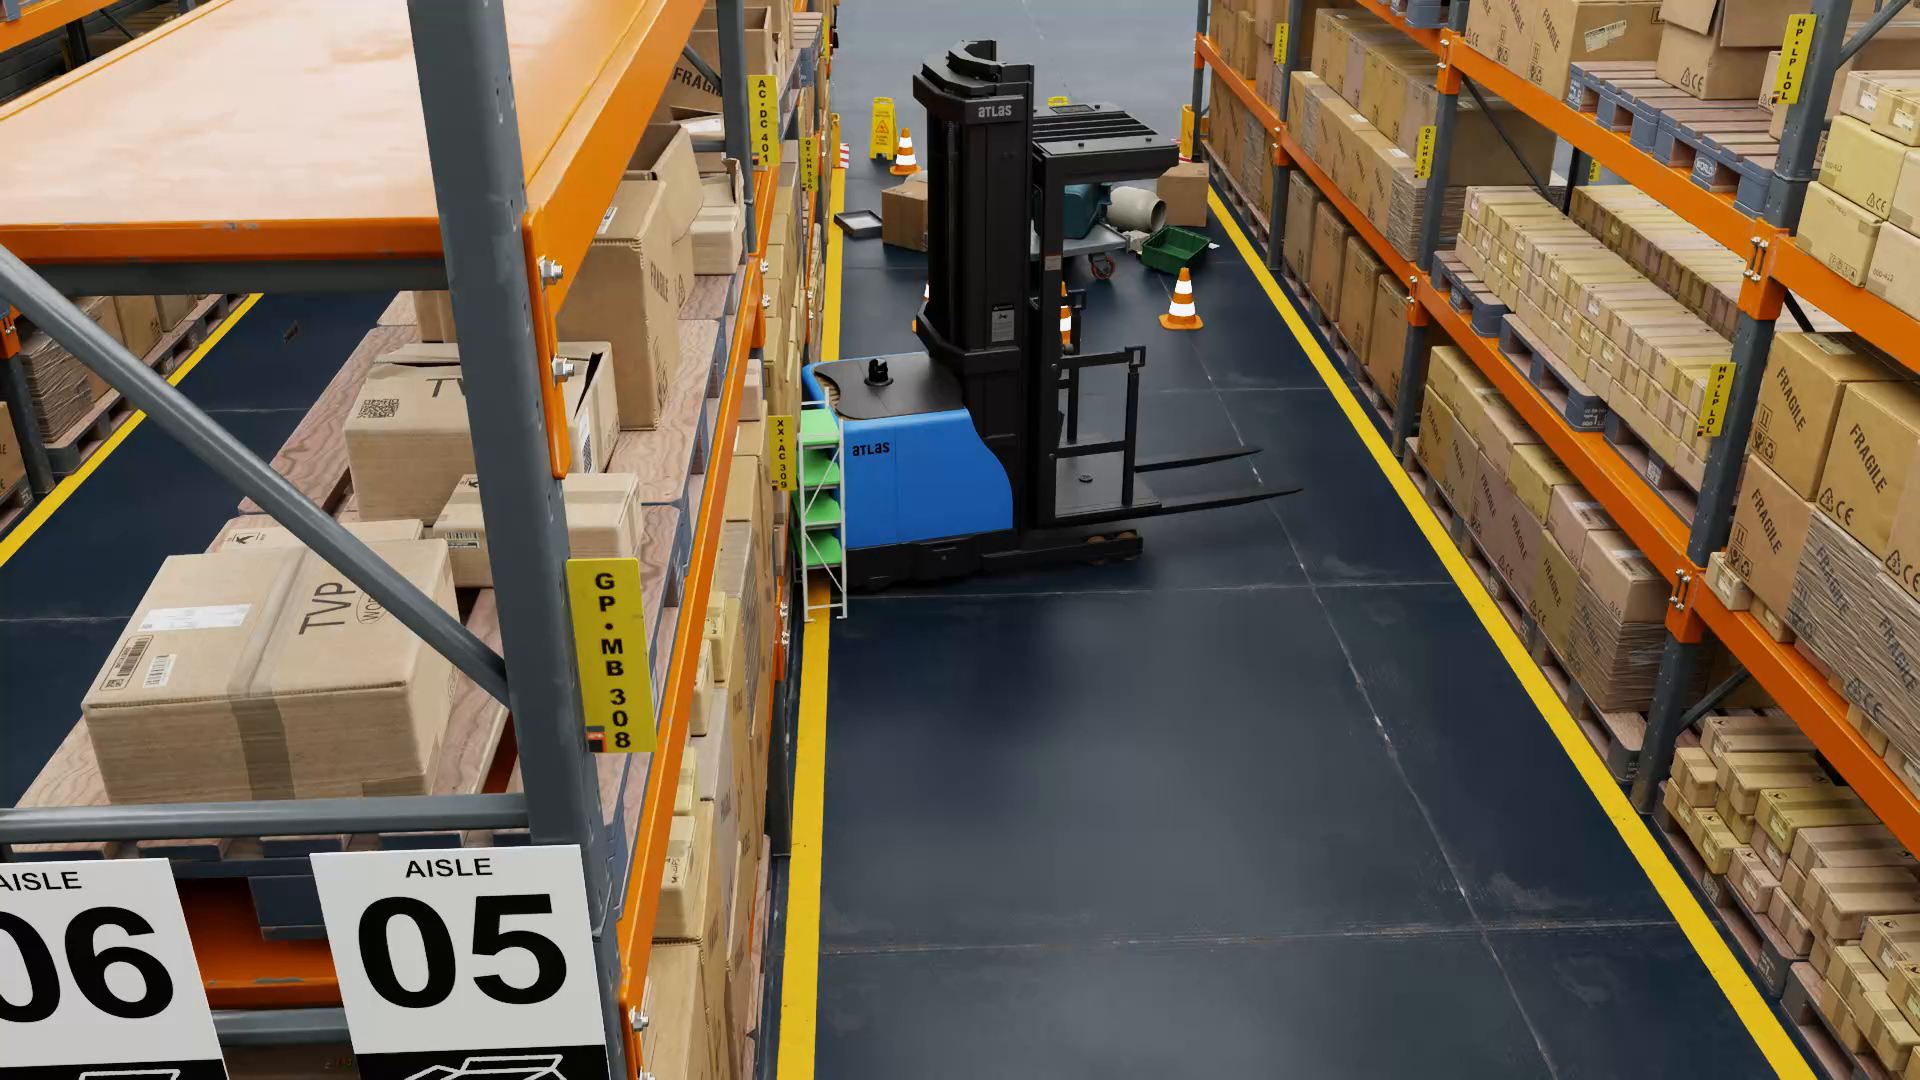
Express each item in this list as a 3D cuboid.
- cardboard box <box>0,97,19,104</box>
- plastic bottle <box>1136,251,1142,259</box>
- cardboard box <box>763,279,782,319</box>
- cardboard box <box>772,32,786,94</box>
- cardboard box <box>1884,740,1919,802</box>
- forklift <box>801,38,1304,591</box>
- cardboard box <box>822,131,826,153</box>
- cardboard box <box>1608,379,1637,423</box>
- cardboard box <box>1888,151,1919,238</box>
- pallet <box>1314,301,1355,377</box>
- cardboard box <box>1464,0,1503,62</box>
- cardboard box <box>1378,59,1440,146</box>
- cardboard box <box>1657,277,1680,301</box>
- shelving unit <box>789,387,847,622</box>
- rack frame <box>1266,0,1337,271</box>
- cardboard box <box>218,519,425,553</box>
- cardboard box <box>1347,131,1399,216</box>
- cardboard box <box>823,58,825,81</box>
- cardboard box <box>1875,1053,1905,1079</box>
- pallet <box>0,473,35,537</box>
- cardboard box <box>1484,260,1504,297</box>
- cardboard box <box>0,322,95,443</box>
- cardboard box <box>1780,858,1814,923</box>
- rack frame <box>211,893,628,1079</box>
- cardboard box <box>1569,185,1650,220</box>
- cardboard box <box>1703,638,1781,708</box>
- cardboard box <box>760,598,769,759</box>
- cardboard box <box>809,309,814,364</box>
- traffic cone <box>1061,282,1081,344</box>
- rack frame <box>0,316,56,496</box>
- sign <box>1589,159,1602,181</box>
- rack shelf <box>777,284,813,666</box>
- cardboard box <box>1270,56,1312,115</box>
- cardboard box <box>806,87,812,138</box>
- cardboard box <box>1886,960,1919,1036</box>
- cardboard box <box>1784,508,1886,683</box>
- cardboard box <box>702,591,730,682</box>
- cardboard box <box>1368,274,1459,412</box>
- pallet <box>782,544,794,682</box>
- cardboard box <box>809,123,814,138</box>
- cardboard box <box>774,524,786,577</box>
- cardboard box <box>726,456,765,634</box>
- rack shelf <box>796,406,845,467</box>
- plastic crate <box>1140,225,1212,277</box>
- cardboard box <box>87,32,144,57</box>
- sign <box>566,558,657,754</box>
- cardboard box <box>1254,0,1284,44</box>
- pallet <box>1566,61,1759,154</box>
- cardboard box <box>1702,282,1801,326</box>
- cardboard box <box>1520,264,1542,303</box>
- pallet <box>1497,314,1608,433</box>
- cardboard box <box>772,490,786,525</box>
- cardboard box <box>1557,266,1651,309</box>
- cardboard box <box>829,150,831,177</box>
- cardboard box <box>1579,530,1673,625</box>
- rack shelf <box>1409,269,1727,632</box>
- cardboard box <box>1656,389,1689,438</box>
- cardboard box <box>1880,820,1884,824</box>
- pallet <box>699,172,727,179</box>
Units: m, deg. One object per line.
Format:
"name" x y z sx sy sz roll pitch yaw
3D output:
"cardboard box" -6.840 -3.176 12.287 0.380 0.149 0.250 -1 28 -3
"plastic bottle" 1.734 -2.562 15.095 0.133 0.061 0.283 -17 32 -29
"cardboard box" -1.055 -0.845 7.436 0.500 0.500 0.500 -2 28 -3
"cardboard box" -1.011 -2.221 7.713 0.396 0.266 0.258 1 28 2
"cardboard box" 3.478 0.778 5.786 0.380 0.149 0.250 0 28 0
"forklift" 0.602 -1.379 9.724 3.031 2.935 1.130 -8 28 -14
"cardboard box" -1.390 -3.532 14.786 0.380 0.149 0.250 -1 28 -2
"cardboard box" 3.417 -0.683 8.134 0.380 0.149 0.250 -3 28 -5
"cardboard box" 3.480 -1.106 5.504 0.500 0.250 0.500 -1 28 -3
"pallet" 3.438 -1.618 13.123 1.003 0.211 1.213 -1 28 -3
"cardboard box" 3.228 -3.030 9.464 0.500 0.500 0.500 -1 28 -3
"cardboard box" 3.394 -3.092 11.745 0.700 0.500 0.500 -2 28 -3
"cardboard box" 4.014 -1.320 9.033 0.380 0.149 0.250 -1 28 -1
"shelving unit" -0.805 -0.197 9.317 0.258 1.200 0.503 -5 26 -12
"rack frame" 3.255 -3.773 14.241 1.000 3.000 0.127 -1 28 -3
"cardboard box" -1.271 0.088 3.303 0.380 0.149 0.250 -3 28 -7
"cardboard box" 3.122 -2.633 11.947 0.500 0.500 0.500 -2 28 -4
"cardboard box" -1.490 -4.457 15.121 0.500 0.500 0.500 -2 28 -3
"cardboard box" 3.570 1.893 6.006 0.380 0.149 0.250 -1 28 -1
"pallet" -6.429 -0.056 10.129 1.003 0.211 1.213 -1 28 -3
"cardboard box" 3.314 -1.541 9.778 0.380 0.149 0.250 0 28 0
"cardboard box" -6.449 -1.060 11.152 0.875 0.625 0.625 -1 28 -1
"cardboard box" 3.535 1.393 6.642 0.380 0.149 0.250 -3 28 -5
"rack frame" -1.056 1.935 3.297 1.000 3.000 0.127 -1 28 -3
"cardboard box" 3.948 -2.049 10.110 0.380 0.149 0.250 -2 28 -5
"cardboard box" 3.899 0.496 8.305 0.500 0.500 0.500 0 28 -1
"cardboard box" -0.953 0.489 5.961 0.500 0.500 0.500 -2 28 -4
"cardboard box" -1.540 -1.383 12.045 0.950 0.372 0.625 -2 28 -4
"traffic cone" 0.794 -1.834 13.265 0.336 0.463 0.334 -1 28 -3
"rack frame" -6.430 -1.638 10.147 1.000 3.000 0.127 -1 28 -3
"sign" 4.006 -2.422 10.483 0.100 0.325 0.005 -1 28 -3
"rack shelf" -1.369 -0.517 8.776 1.077 0.370 4.000 -1 28 -3
"cardboard box" 3.224 -4.010 14.532 0.875 0.550 0.550 -1 28 -3
"cardboard box" -1.381 -3.294 12.439 0.500 0.500 0.500 0 28 -1
"cardboard box" 3.540 1.622 5.882 0.380 0.149 0.250 -1 28 -2
"cardboard box" 3.480 0.208 6.177 0.500 0.500 0.500 -1 28 -3
"cardboard box" -0.837 0.272 4.595 0.380 0.149 0.250 -2 28 -4
"cardboard box" 3.522 -1.398 11.666 1.050 0.750 0.750 -2 28 -3
"pallet" -1.447 0.405 9.246 1.003 0.211 1.213 -1 28 -3
"cardboard box" -1.318 -3.093 12.754 0.380 0.149 0.250 -1 28 -2
"cardboard box" -1.024 -0.056 7.275 0.500 0.250 0.500 -2 28 -4
"cardboard box" -0.946 0.046 5.730 0.500 0.500 0.500 -2 28 -3
"rack shelf" -0.800 -0.572 9.136 0.258 0.148 0.480 -5 26 -12
"plastic crate" 1.938 -2.601 14.971 0.450 0.188 0.662 22 34 18
"cardboard box" -6.958 -4.089 13.716 0.380 0.149 0.250 -1 28 -3
"sign" -0.501 0.171 2.403 0.100 0.325 0.005 -1 28 -3
"cardboard box" 3.126 -4.741 14.766 0.875 0.550 0.550 -1 28 -3
"pallet" 3.690 -2.092 7.977 1.213 0.211 1.003 -1 28 -3
"cardboard box" 4.043 -1.207 8.496 0.380 0.149 0.250 0 28 -1
"cardboard box" 3.348 -1.425 9.234 0.380 0.149 0.250 -1 28 -3
"pallet" 3.609 -0.928 8.993 1.003 0.211 1.213 -1 28 -3
"cardboard box" -1.006 -0.278 7.160 0.500 0.250 0.500 -2 28 -4
"cardboard box" 3.374 -1.324 8.720 0.380 0.149 0.250 -2 28 -3
"cardboard box" -1.561 -3.815 16.840 0.500 0.250 0.500 -1 28 -2
"cardboard box" 3.382 0.173 8.113 0.500 0.250 0.500 -2 28 -4
"rack shelf" 3.569 -0.683 9.095 1.077 0.370 4.000 -1 28 -3
"cardboard box" 3.440 -0.586 7.626 0.380 0.149 0.250 -1 28 -2
"cardboard box" 4.065 1.253 6.911 0.380 0.149 0.250 -2 28 -4
"pallet" -1.362 -1.580 6.999 0.805 0.209 1.217 -2 28 -5
